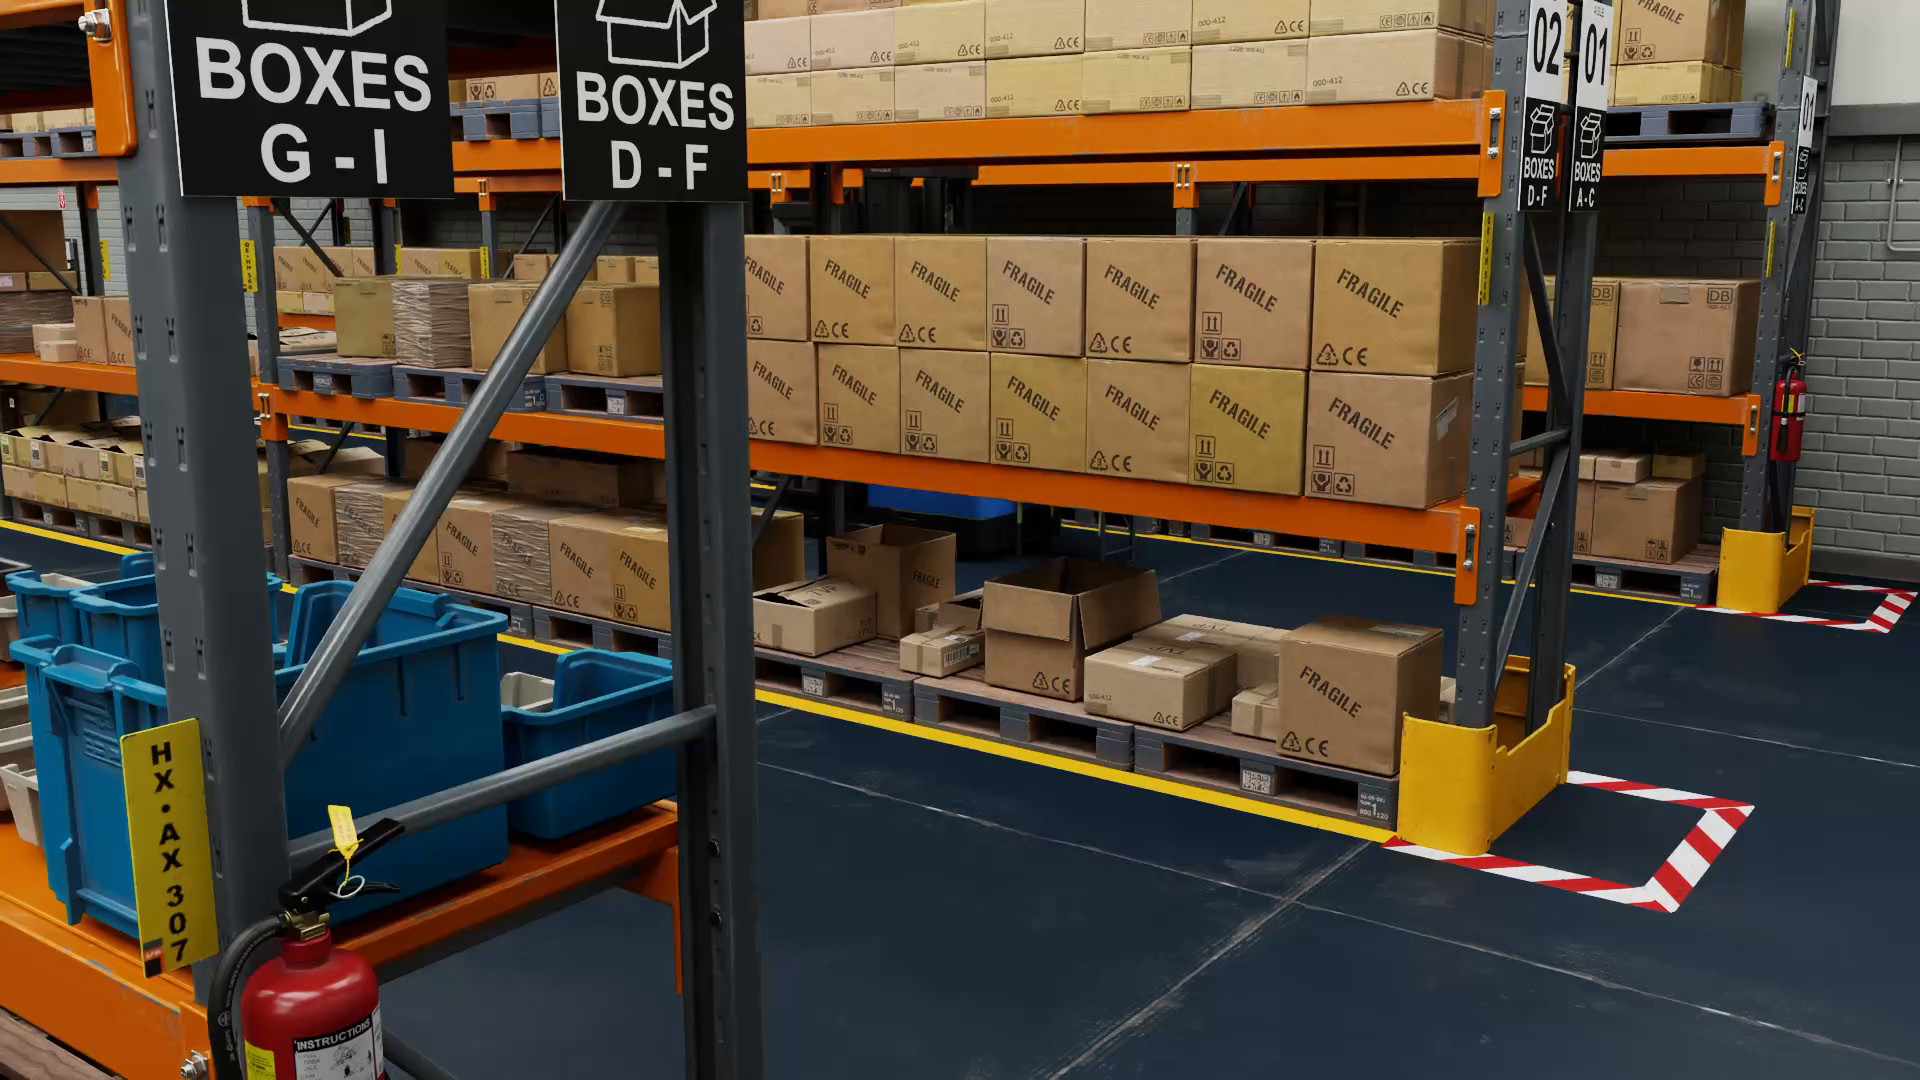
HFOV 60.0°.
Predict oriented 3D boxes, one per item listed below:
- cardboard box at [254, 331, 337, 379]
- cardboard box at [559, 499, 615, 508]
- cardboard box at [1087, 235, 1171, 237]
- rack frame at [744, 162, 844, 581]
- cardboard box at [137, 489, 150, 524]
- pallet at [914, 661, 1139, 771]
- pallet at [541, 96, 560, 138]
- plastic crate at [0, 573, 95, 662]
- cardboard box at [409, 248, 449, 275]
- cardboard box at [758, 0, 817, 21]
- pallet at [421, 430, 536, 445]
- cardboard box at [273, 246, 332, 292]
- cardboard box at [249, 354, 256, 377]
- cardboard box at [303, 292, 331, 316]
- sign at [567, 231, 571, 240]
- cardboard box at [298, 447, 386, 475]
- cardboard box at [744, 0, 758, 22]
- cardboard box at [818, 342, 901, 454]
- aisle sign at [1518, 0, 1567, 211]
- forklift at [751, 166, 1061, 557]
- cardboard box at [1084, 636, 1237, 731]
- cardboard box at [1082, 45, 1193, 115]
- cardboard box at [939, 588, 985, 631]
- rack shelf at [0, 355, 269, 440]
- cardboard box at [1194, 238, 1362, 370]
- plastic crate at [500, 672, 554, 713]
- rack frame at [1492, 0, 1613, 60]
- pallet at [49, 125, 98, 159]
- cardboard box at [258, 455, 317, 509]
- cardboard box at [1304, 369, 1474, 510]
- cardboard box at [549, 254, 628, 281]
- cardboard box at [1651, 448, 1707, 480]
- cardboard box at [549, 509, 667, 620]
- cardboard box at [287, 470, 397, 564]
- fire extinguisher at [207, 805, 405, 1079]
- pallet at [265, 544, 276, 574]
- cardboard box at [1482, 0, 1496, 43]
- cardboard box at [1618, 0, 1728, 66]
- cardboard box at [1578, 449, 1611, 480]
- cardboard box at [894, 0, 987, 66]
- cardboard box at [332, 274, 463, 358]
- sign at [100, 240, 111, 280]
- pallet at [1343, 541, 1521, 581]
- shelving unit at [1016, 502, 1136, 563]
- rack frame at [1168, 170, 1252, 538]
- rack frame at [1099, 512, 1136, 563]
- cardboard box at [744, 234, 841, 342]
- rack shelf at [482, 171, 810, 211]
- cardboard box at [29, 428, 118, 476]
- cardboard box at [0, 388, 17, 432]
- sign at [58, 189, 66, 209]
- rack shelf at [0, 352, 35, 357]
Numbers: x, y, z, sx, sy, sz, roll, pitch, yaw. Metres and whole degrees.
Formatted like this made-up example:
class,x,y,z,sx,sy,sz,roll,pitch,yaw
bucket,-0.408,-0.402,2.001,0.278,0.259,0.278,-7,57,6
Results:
class,x,y,z,sx,sy,sz,roll,pitch,yaw
cardboard box,-4.486,-1.269,11.428,0.500,0.311,0.500,9,14,39
cardboard box,-2.075,-0.012,10.116,0.500,0.500,0.500,8,14,36
cardboard box,0.791,-1.168,7.773,0.500,0.500,0.500,8,13,35
rack frame,-0.995,-0.816,8.849,0.127,3.000,1.000,8,13,36
cardboard box,-5.608,-0.258,12.099,0.500,0.250,0.500,8,14,37
pallet,0.546,0.768,8.005,1.213,0.211,1.003,8,13,36
pallet,-1.479,-2.280,9.016,1.003,0.211,1.213,8,13,36
plastic crate,-2.348,0.192,4.176,0.466,0.136,0.293,8,13,36
cardboard box,-5.484,-2.839,17.677,0.500,0.500,0.500,8,13,35
cardboard box,-0.580,-2.780,8.207,0.500,0.500,0.700,8,13,36
pallet,-5.076,-1.175,18.047,1.213,0.211,1.003,8,13,36
cardboard box,-7.531,-3.128,19.170,0.500,0.500,0.500,8,14,36
cardboard box,-5.107,-1.201,11.501,0.250,0.149,0.380,8,13,36
cardboard box,-7.105,-2.700,18.931,0.500,0.250,0.500,7,13,34
sign,-4.188,-3.128,17.751,0.005,0.325,0.100,8,13,36
cardboard box,-4.467,-0.501,11.878,0.500,0.311,0.500,9,14,37
cardboard box,-1.357,-2.661,8.856,0.600,0.600,0.600,6,13,30
cardboard box,-0.331,-0.709,8.032,0.500,0.500,0.500,8,14,37
aisle sign,2.103,-1.588,5.995,0.004,0.787,0.394,8,13,36
forklift,-0.723,-1.522,12.681,3.031,2.935,1.130,8,14,37
cardboard box,0.897,0.633,7.440,0.500,0.250,0.500,8,13,36
cardboard box,0.852,-1.895,6.923,0.500,0.250,0.500,8,13,36
cardboard box,0.237,0.393,8.520,0.500,0.311,0.500,8,13,36
rack shelf,-5.831,-1.137,12.404,4.000,0.370,1.077,8,13,36
cardboard box,1.300,-0.971,6.754,0.500,0.500,0.500,8,14,37
plastic crate,-0.919,0.365,3.282,0.298,0.136,0.250,8,13,36
rack frame,2.229,-3.311,5.954,0.127,3.000,1.000,8,13,36
pallet,-5.722,-2.833,11.877,1.213,0.211,1.003,9,14,38
cardboard box,-4.787,-0.418,11.451,0.500,0.311,0.500,8,14,37
cardboard box,1.707,-0.424,6.560,0.500,0.500,0.500,8,14,37
cardboard box,-3.678,-2.613,16.715,0.500,0.500,0.700,10,15,41
cardboard box,4.754,-0.502,10.995,0.250,0.149,0.380,8,14,36
cardboard box,-1.956,0.127,9.398,0.500,0.500,0.500,8,14,36
cardboard box,-4.021,-0.159,10.878,0.500,0.500,0.500,9,14,38
fire extinguisher,-0.853,0.700,2.202,0.183,0.674,0.296,8,13,36
pallet,-4.859,0.005,11.947,1.213,0.211,1.003,8,13,36
cardboard box,1.969,-2.108,6.710,0.500,0.250,0.500,8,13,36
cardboard box,4.407,-3.188,10.264,0.500,0.500,0.500,8,13,35
cardboard box,4.117,-0.501,10.988,0.250,0.149,0.380,8,14,37
cardboard box,0.050,-2.254,7.462,0.500,0.250,0.500,8,13,36
cardboard box,-3.645,-1.467,10.847,0.500,0.500,0.700,3,11,17
sign,-7.130,-2.329,13.830,0.005,0.325,0.100,8,13,36
pallet,3.488,0.029,11.823,1.213,0.211,1.003,8,13,36
shelving unit,0.818,-0.603,11.686,0.755,1.500,0.431,9,14,39
rack frame,1.934,-1.574,12.771,0.127,3.000,1.000,8,13,36
rack frame,1.098,-0.556,11.455,0.023,1.500,0.400,9,14,39
cardboard box,-0.782,-1.260,8.248,0.500,0.500,0.500,8,14,37
rack shelf,-2.902,-3.369,16.041,4.000,0.370,1.077,8,13,36
cardboard box,-6.857,-0.705,12.933,0.500,0.311,0.500,8,13,35
cardboard box,-8.342,-1.016,14.044,0.500,0.500,0.500,8,13,36
sign,-13.414,-5.090,24.839,0.199,0.298,0.001,8,13,36
rack shelf,-9.055,-1.587,14.728,4.000,0.370,1.077,8,13,36
